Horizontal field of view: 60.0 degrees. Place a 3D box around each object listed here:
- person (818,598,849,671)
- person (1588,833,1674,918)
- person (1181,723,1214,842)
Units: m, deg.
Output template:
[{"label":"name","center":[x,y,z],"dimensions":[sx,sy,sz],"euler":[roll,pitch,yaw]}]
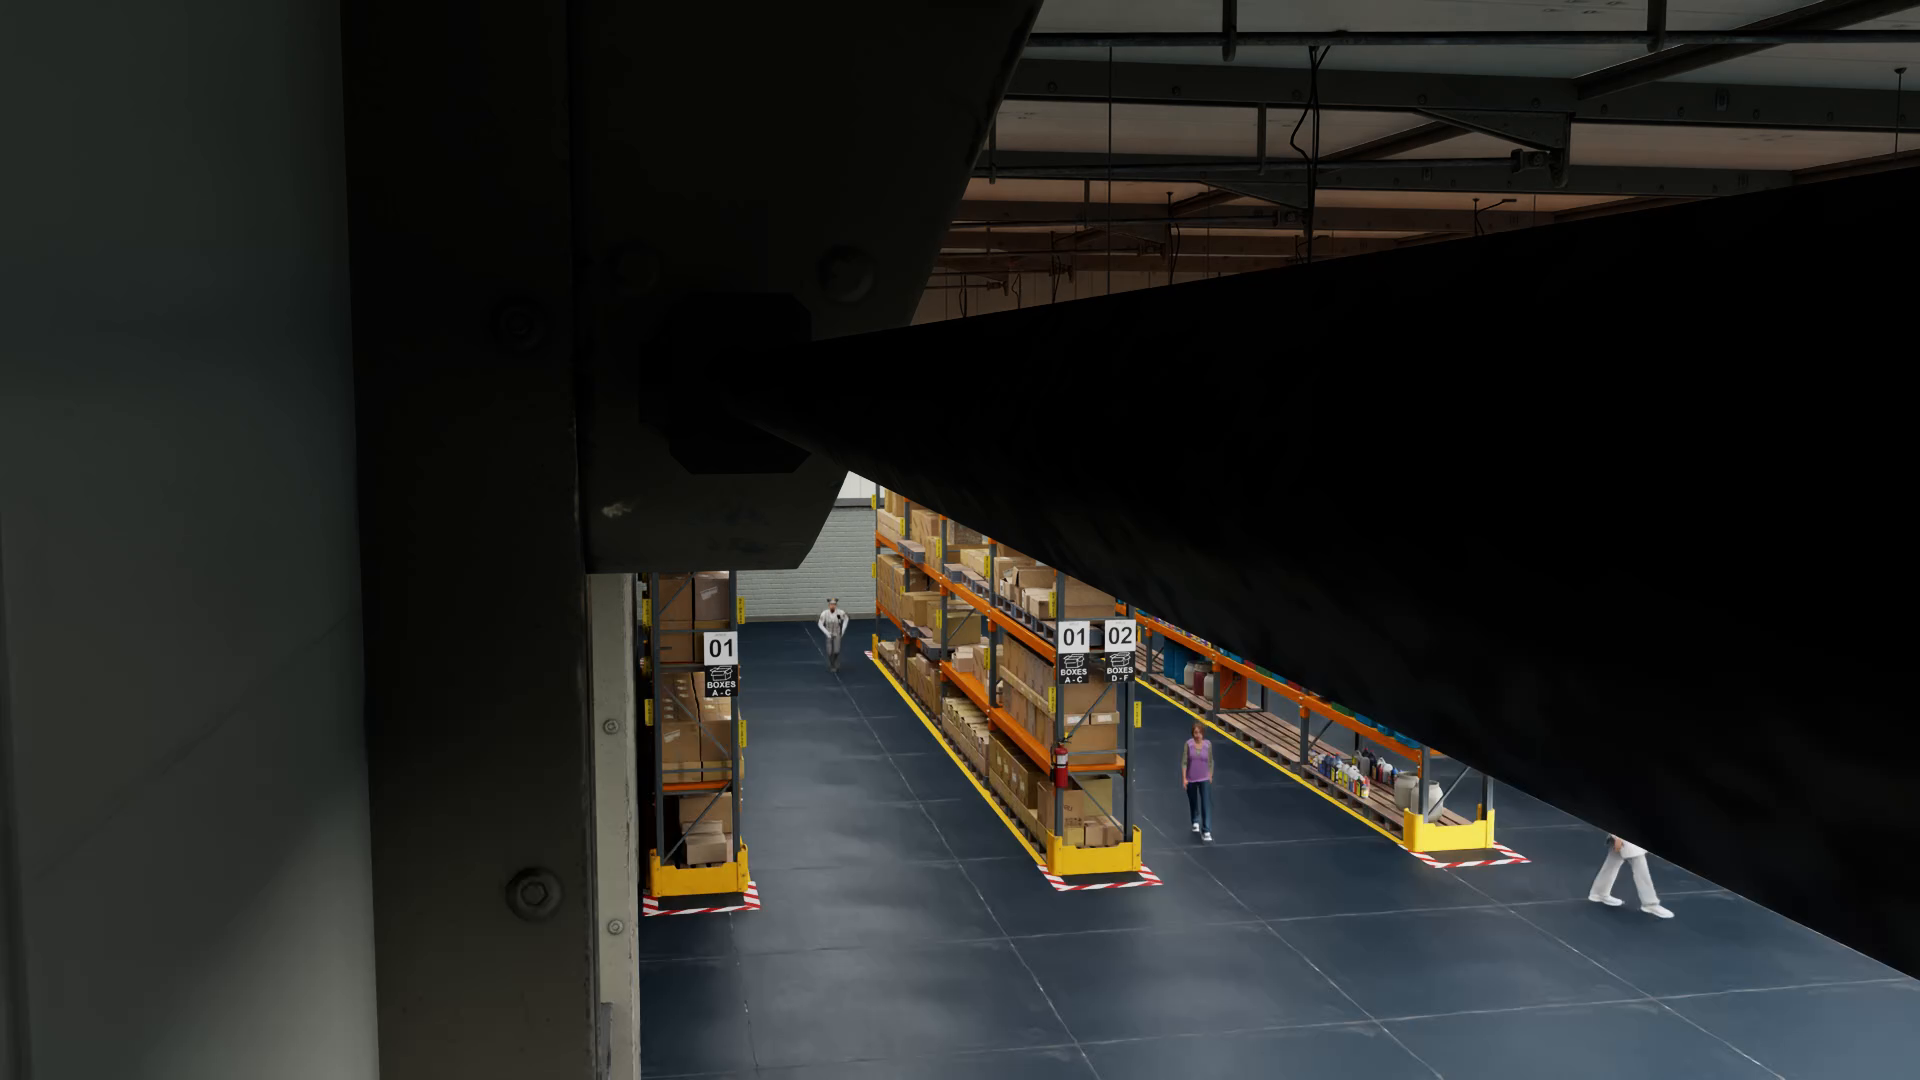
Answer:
[{"label":"person","center":[-2.638,1.974,34.720],"dimensions":[0.619,1.609,0.706],"euler":[0,6,0]},{"label":"person","center":[7.868,3.443,19.430],"dimensions":[0.932,1.750,0.596],"euler":[2,6,22]},{"label":"person","center":[3.210,3.248,22.409],"dimensions":[0.465,1.544,0.950],"euler":[1,6,14]}]
